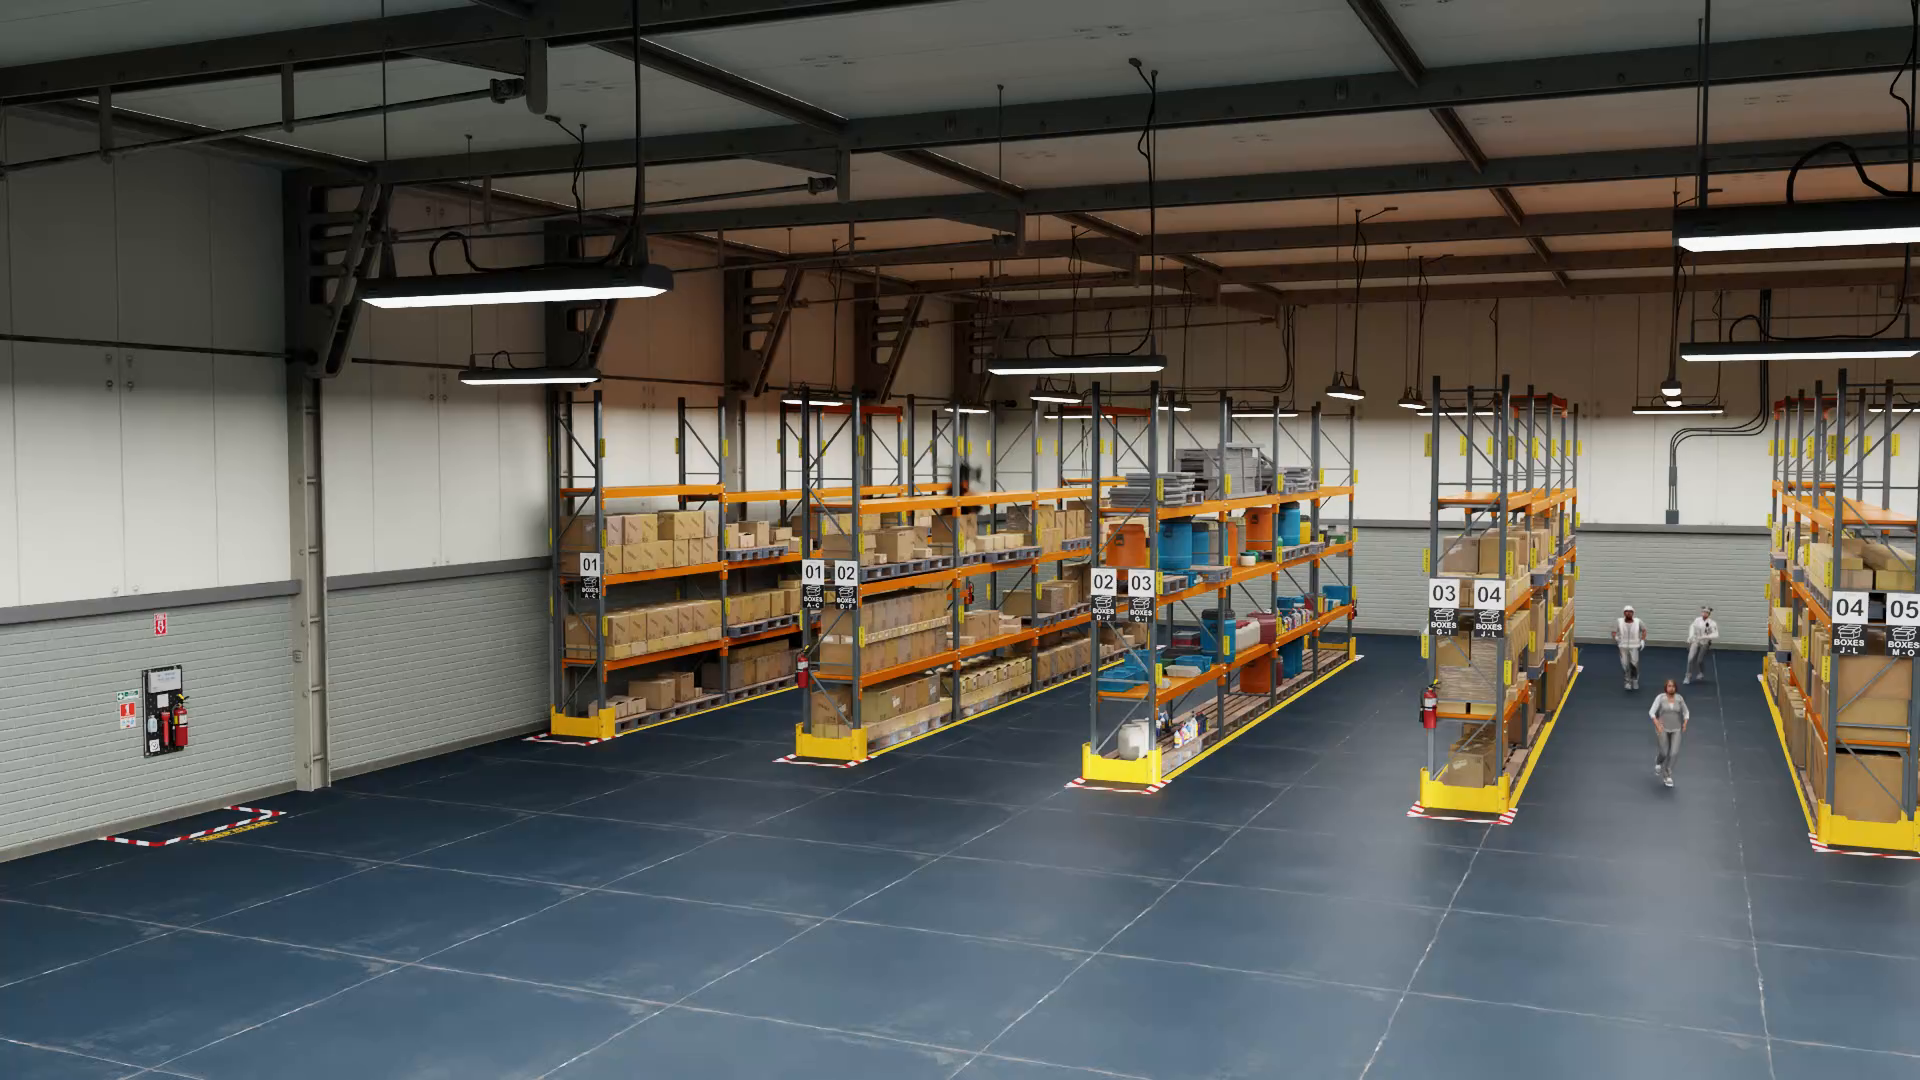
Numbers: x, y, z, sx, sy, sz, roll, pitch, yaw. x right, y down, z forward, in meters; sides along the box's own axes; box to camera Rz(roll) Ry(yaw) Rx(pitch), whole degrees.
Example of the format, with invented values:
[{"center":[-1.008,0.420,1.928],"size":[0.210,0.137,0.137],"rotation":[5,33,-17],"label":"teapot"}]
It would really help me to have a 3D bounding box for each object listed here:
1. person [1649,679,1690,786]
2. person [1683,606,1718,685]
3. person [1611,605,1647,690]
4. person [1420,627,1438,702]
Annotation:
[{"center":[10.600,2.855,24.859],"size":[0.560,1.578,0.543],"rotation":[1,3,12],"label":"person"},{"center":[15.759,2.220,35.290],"size":[0.641,1.669,0.890],"rotation":[3,4,43],"label":"person"},{"center":[13.770,2.226,34.279],"size":[0.674,1.753,0.629],"rotation":[1,3,25],"label":"person"},{"center":[9.484,2.295,33.041],"size":[0.670,1.755,0.796],"rotation":[1,3,20],"label":"person"}]
